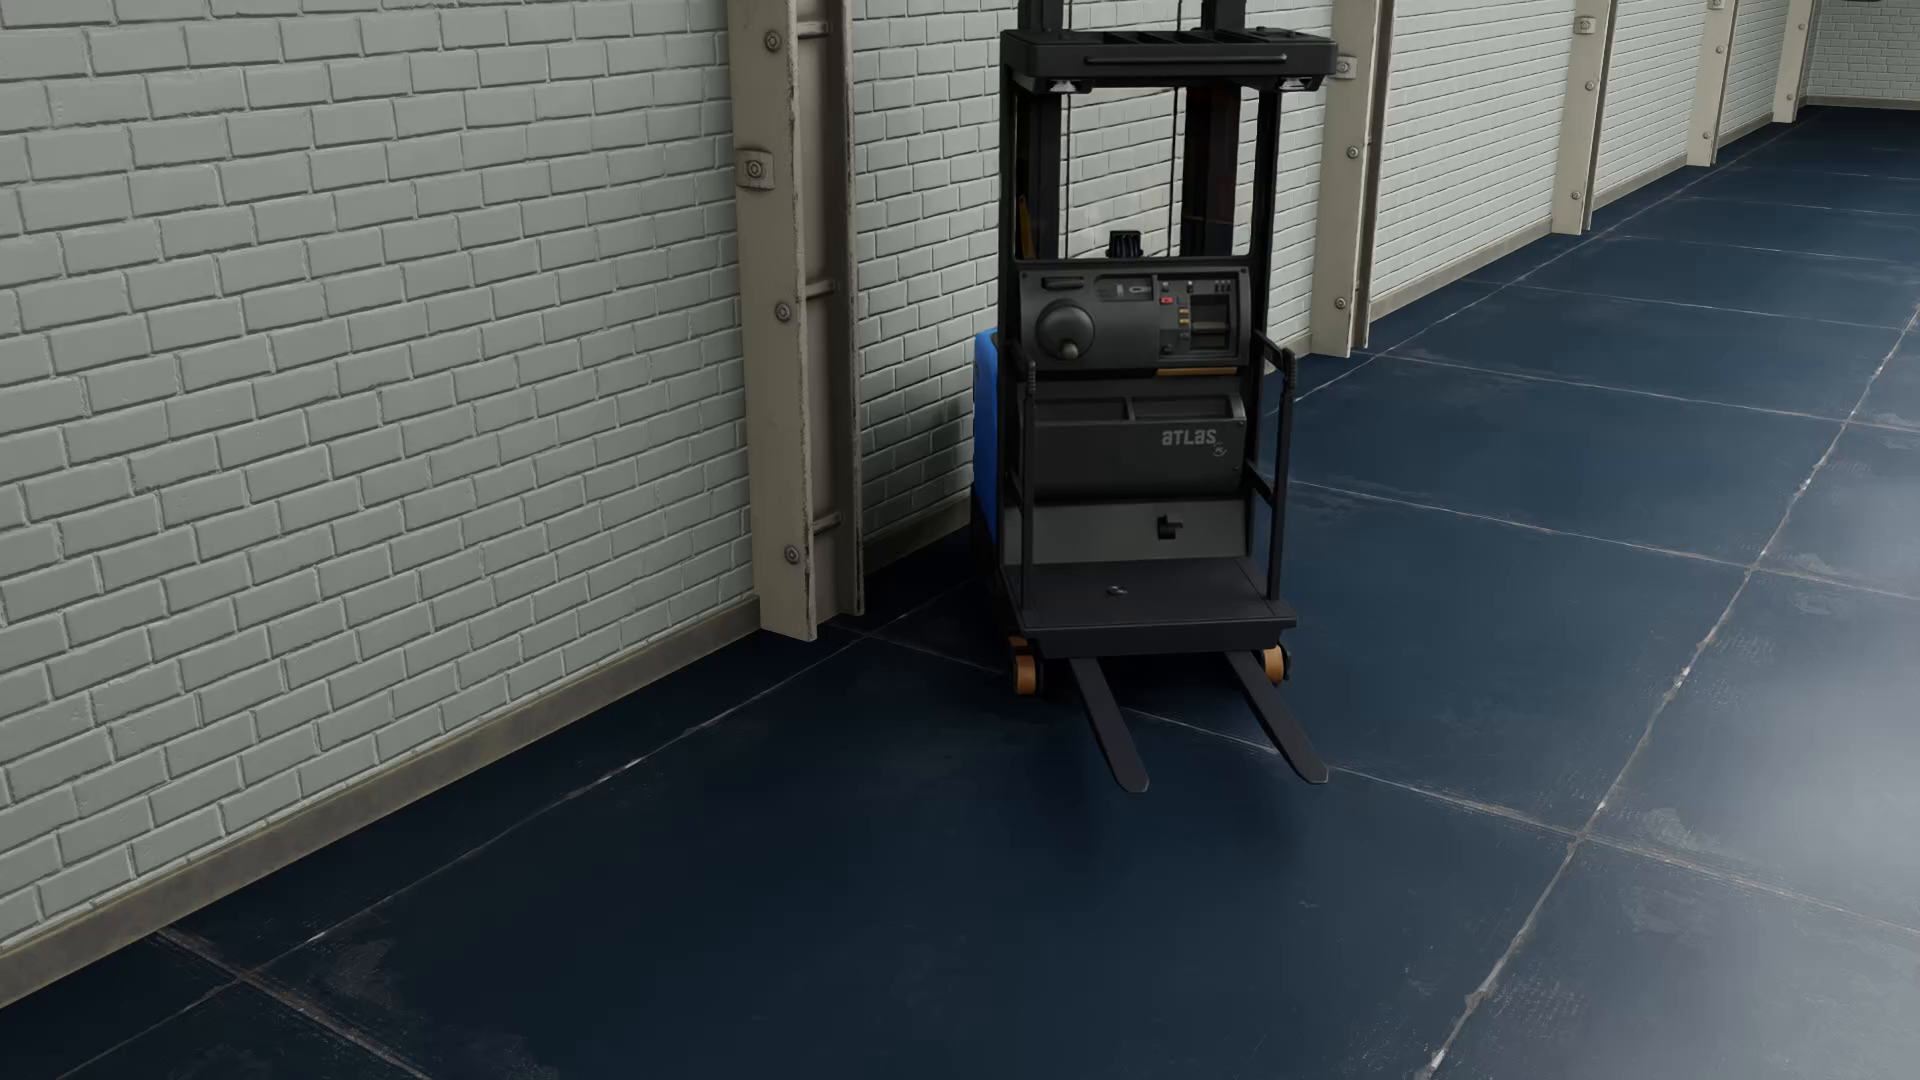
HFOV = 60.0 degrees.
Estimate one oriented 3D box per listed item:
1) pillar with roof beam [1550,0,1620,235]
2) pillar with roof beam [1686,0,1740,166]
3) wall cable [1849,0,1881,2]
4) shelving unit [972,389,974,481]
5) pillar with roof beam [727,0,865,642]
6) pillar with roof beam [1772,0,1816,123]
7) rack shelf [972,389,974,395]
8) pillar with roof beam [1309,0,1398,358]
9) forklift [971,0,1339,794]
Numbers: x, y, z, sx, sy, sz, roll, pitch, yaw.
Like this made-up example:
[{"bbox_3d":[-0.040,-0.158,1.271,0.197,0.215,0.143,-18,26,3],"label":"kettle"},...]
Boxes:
[{"bbox_3d":[9.649,-6.476,12.800,9.100,9.000,0.400,13,24,32],"label":"pillar with roof beam"},{"bbox_3d":[13.022,-8.197,17.454,9.100,9.000,0.400,13,24,32],"label":"pillar with roof beam"},{"bbox_3d":[15.584,-9.889,26.505,3.097,2.526,0.112,13,24,32],"label":"wall cable"},{"bbox_3d":[0.202,-0.476,8.253,0.258,0.900,0.210,-2,20,-6],"label":"shelving unit"},{"bbox_3d":[2.903,-3.033,3.492,9.100,9.000,0.400,13,24,32],"label":"pillar with roof beam"},{"bbox_3d":[16.395,-9.919,22.108,9.100,9.000,0.400,13,24,32],"label":"pillar with roof beam"},{"bbox_3d":[0.201,-0.698,8.171,0.258,0.077,0.200,-2,20,-6],"label":"rack shelf"},{"bbox_3d":[6.276,-4.754,8.146,9.100,9.000,0.400,13,24,32],"label":"pillar with roof beam"},{"bbox_3d":[0.721,-0.880,6.419,1.130,2.935,3.031,-2,20,-6],"label":"forklift"}]
